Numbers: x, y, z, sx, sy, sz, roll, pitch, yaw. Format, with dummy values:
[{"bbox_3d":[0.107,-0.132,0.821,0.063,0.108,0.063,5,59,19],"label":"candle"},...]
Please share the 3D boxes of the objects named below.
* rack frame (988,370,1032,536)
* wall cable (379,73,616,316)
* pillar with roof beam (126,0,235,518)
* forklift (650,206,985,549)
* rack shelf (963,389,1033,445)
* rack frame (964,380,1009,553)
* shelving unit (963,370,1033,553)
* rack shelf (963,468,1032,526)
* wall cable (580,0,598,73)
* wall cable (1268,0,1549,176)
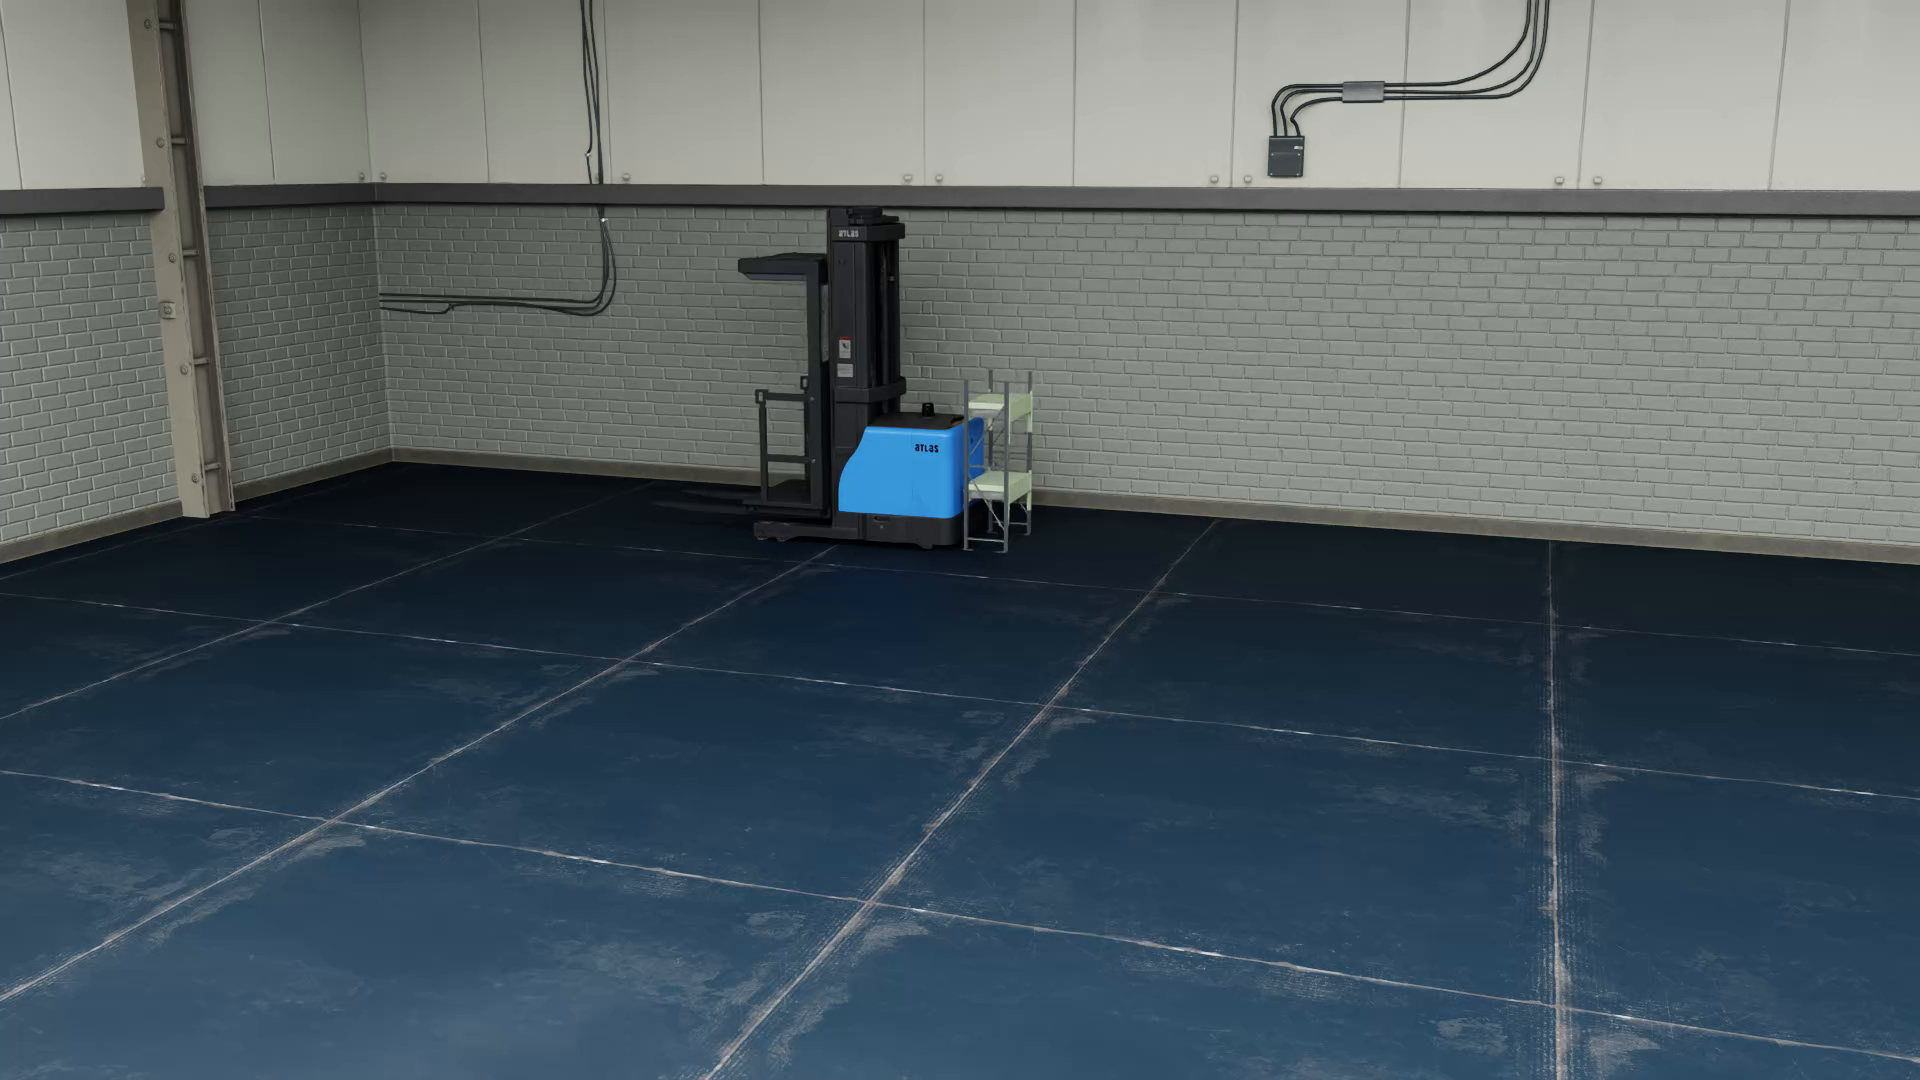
[{"bbox_3d":[0.454,-0.786,15.061,0.400,1.500,0.023,4,14,18],"label":"rack frame"},{"bbox_3d":[-5.092,-3.661,17.785,3.097,2.526,0.112,4,14,18],"label":"wall cable"},{"bbox_3d":[-3.223,-4.340,13.781,9.100,9.000,0.400,4,14,18],"label":"pillar with roof beam"},{"bbox_3d":[-1.346,-1.520,15.061,3.031,2.935,1.130,4,14,18],"label":"forklift"},{"bbox_3d":[0.339,-1.089,14.635,0.431,0.370,0.720,4,14,18],"label":"rack shelf"},{"bbox_3d":[0.225,-0.631,14.382,0.400,1.500,0.023,4,14,18],"label":"rack frame"},{"bbox_3d":[0.339,-0.708,14.722,0.431,1.500,0.755,4,14,18],"label":"shelving unit"},{"bbox_3d":[0.339,-0.391,14.794,0.431,0.370,0.720,4,14,18],"label":"rack shelf"},{"bbox_3d":[-2.532,-5.929,16.370,3.097,2.526,0.112,4,14,18],"label":"wall cable"},{"bbox_3d":[3.886,-6.146,14.052,2.305,6.003,0.169,4,14,18],"label":"wall cable"}]
